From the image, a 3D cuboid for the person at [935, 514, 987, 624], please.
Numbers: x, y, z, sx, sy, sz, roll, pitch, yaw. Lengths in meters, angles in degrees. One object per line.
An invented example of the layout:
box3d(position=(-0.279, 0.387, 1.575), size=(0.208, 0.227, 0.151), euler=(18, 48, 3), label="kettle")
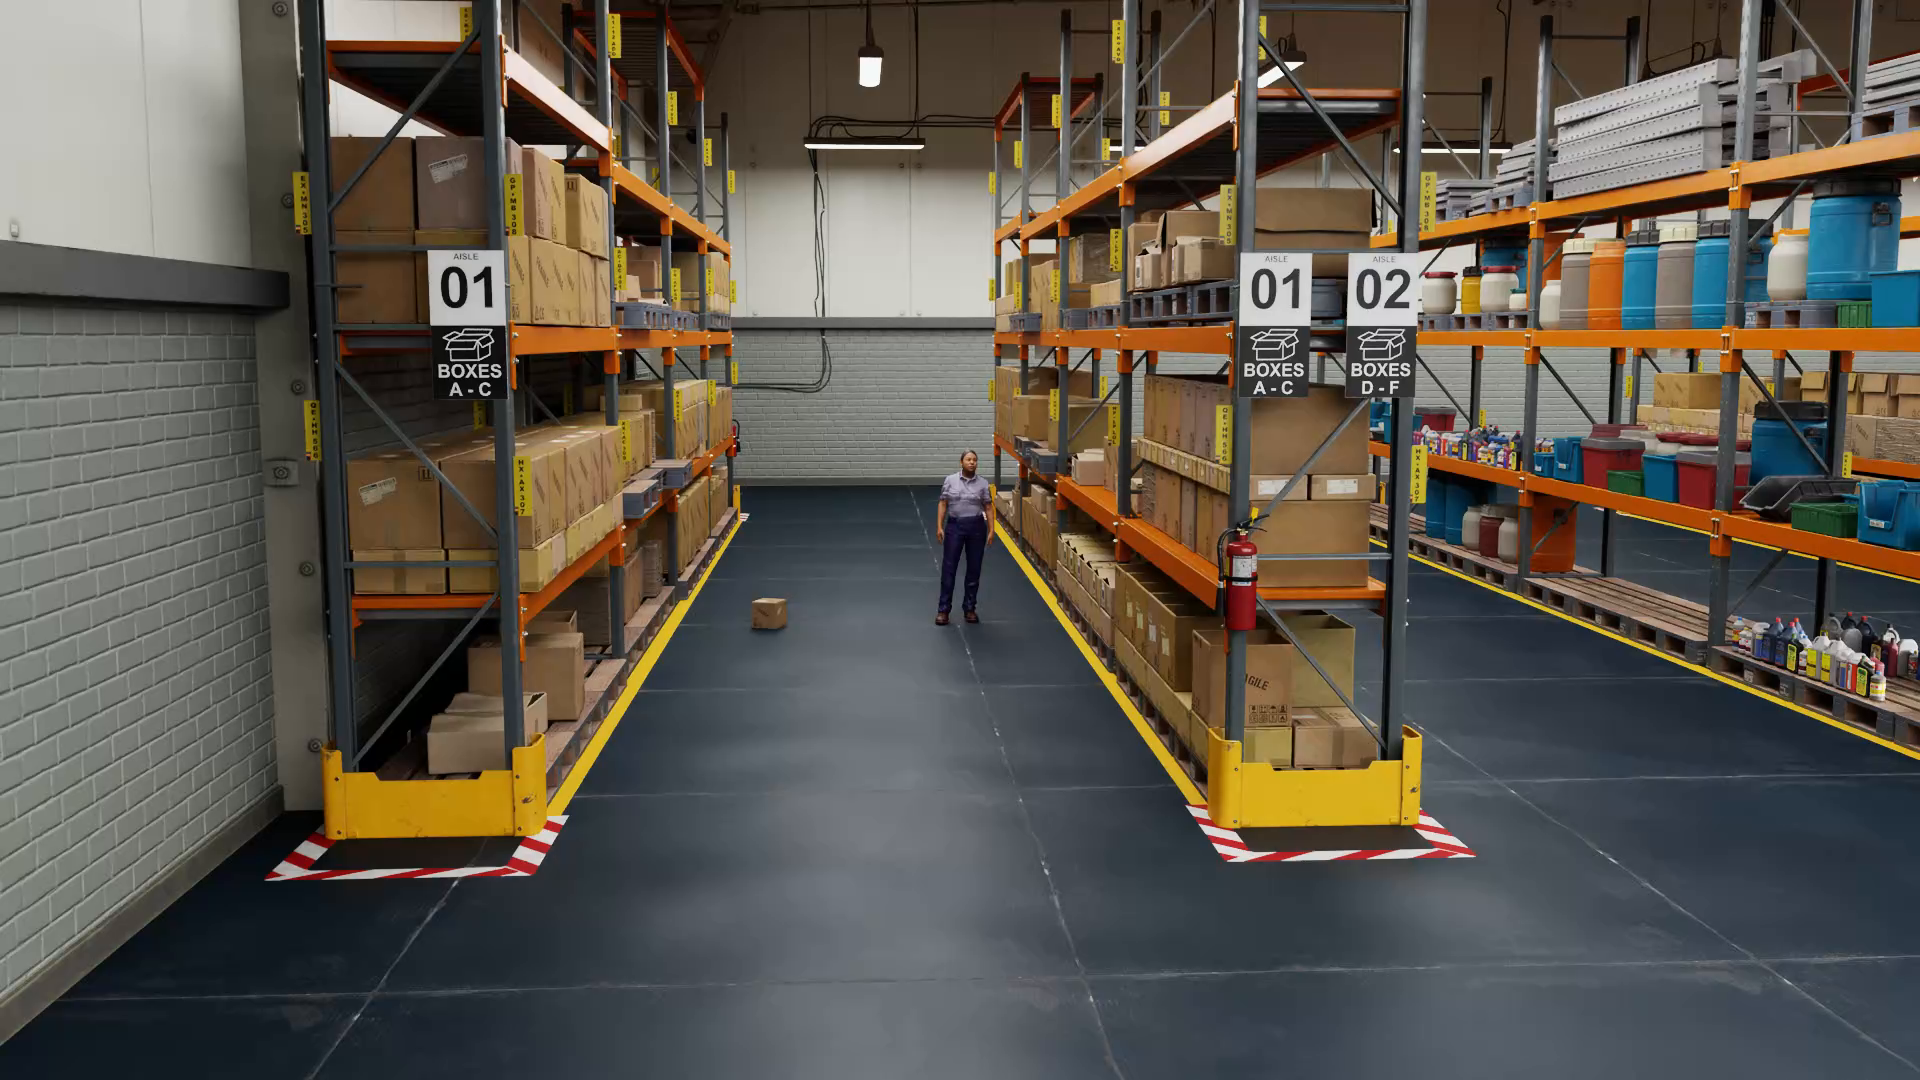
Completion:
box3d(position=(-0.003, 0.269, 16.079), size=(0.501, 1.033, 0.461), euler=(-1, 7, -4), label="person")
